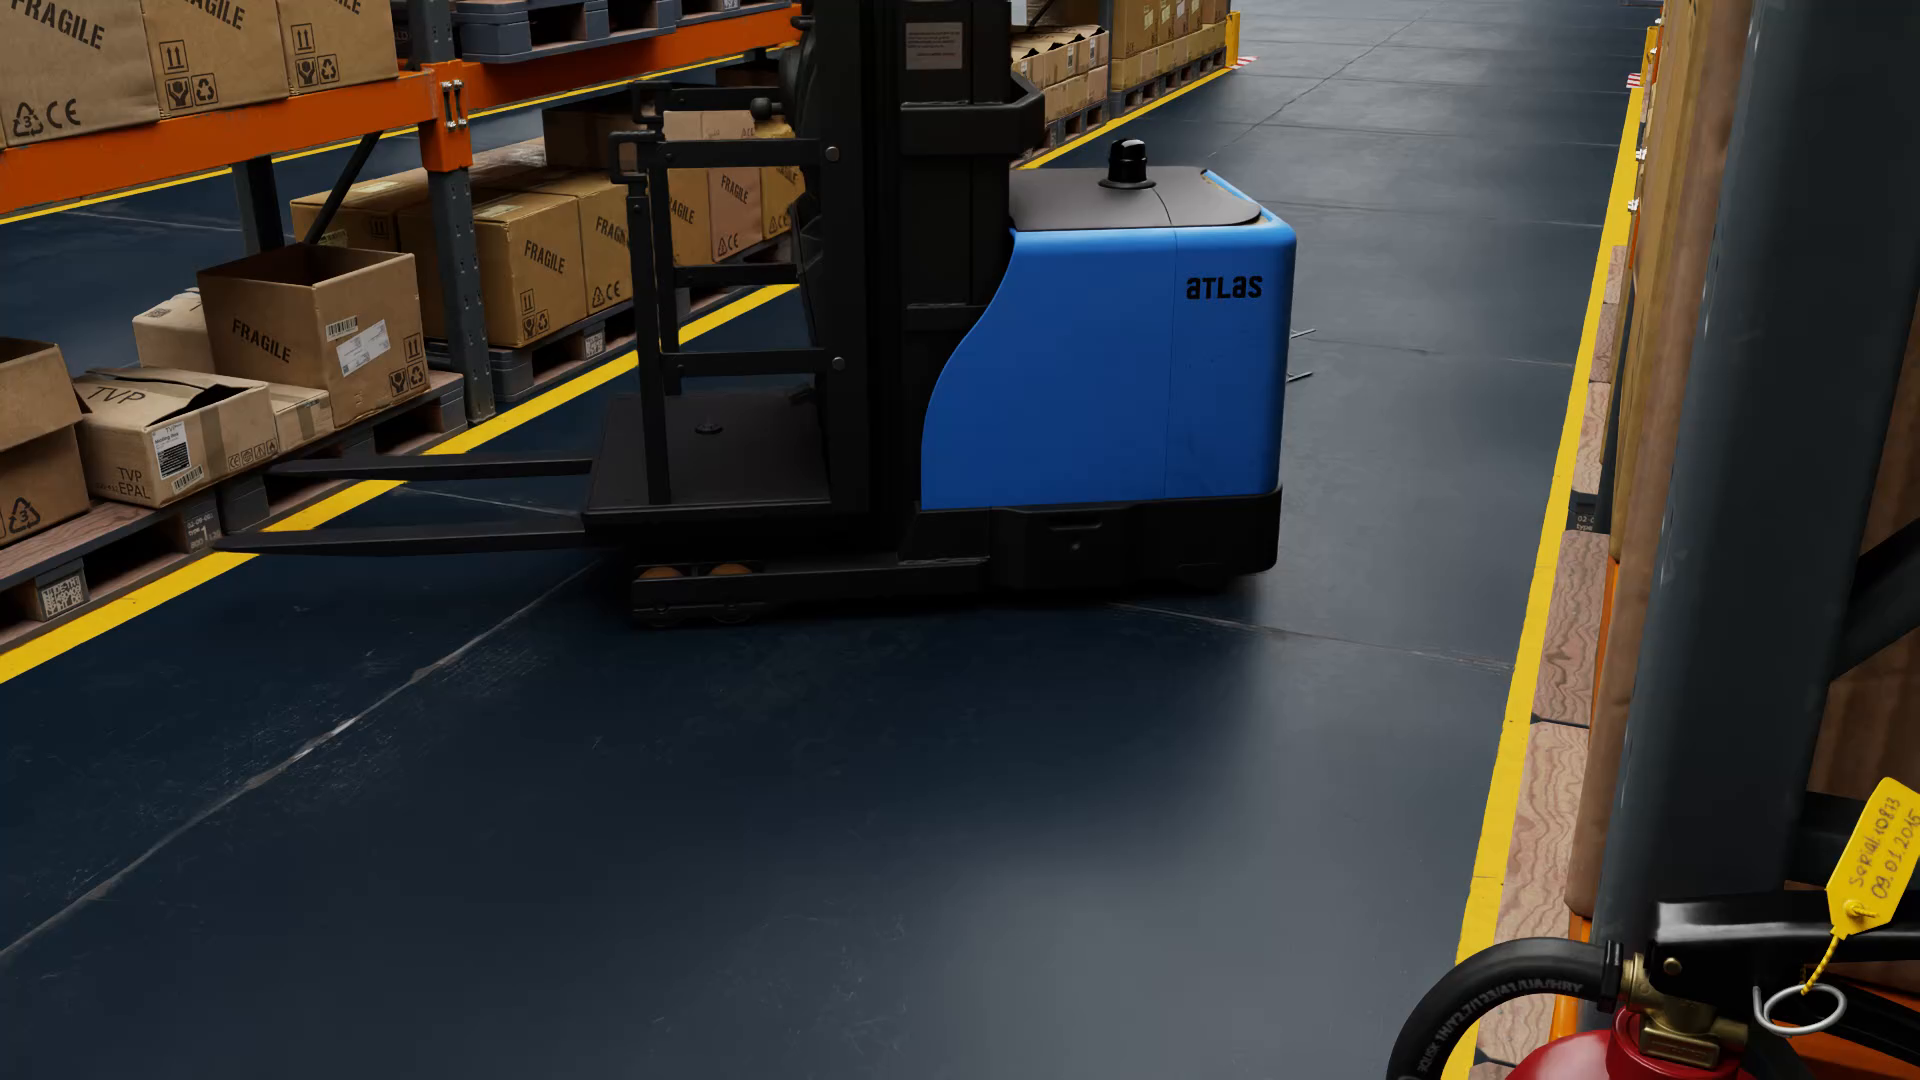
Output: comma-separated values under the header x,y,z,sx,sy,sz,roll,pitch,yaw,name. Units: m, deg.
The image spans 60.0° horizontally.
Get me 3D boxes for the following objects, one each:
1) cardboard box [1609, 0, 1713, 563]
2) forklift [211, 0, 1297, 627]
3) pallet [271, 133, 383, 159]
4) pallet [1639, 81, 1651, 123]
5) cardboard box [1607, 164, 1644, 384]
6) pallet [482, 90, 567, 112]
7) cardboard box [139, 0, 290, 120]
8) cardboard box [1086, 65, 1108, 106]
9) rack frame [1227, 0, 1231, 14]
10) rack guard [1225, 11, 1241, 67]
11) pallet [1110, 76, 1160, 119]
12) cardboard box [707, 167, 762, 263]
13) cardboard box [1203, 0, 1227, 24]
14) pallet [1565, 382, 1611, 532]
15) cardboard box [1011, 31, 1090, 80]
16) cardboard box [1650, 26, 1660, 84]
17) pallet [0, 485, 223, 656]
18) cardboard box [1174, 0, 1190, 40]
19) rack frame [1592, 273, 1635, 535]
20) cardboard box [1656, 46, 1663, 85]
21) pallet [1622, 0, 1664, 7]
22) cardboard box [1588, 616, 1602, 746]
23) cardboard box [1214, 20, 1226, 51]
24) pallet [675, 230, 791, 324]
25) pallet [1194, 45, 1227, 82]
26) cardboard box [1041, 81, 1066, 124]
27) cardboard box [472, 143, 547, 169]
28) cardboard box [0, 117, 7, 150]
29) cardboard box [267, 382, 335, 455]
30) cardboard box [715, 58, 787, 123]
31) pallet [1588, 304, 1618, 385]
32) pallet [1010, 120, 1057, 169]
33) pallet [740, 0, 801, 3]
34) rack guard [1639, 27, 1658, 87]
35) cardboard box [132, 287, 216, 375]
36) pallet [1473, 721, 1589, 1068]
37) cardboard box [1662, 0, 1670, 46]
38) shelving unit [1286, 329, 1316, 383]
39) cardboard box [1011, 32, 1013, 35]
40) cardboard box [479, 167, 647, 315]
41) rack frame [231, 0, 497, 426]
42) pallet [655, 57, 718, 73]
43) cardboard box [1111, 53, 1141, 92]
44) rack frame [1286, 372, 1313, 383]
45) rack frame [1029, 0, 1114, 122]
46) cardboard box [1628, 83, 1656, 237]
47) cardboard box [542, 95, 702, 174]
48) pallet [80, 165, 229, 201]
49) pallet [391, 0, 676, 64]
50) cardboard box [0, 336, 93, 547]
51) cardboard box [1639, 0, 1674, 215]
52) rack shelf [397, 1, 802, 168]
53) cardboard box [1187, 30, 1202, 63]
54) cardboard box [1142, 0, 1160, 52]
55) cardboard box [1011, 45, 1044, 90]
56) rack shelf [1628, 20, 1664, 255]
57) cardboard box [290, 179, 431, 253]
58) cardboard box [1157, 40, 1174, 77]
x,y,z,sx,sy,sz,roll,pitch,yaw,name
1.289,-0.353,1.813,0.980,0.700,0.700,9,24,20,cardboard box
-0.619,-1.323,4.615,3.031,2.935,1.130,-3,23,-6,forklift
-5.054,-3.034,12.241,1.003,0.211,1.213,9,24,20,pallet
5.974,-3.459,13.258,1.003,0.211,1.213,9,24,20,pallet
2.783,-0.971,5.928,0.750,0.750,0.750,10,24,22,cardboard box
-4.148,-3.908,14.331,1.003,0.211,1.213,9,24,20,pallet
-2.404,-1.553,4.947,0.500,0.500,0.500,9,24,22,cardboard box
0.821,-3.505,12.773,0.500,0.250,0.500,9,24,20,cardboard box
2.191,-6.202,16.206,1.000,3.000,0.127,9,24,20,rack frame
2.200,-5.057,16.708,1.175,0.500,0.348,9,24,20,rack guard
1.040,-3.762,13.983,1.003,0.211,1.213,9,24,20,pallet
-1.291,-1.646,7.972,0.500,0.500,0.500,8,24,18,cardboard box
2.268,-5.238,15.949,0.500,0.500,0.500,9,24,20,cardboard box
2.551,-0.200,5.455,1.003,0.211,1.213,9,24,20,pallet
0.634,-3.581,12.227,0.500,0.311,0.500,9,24,22,cardboard box
5.921,-3.849,13.246,0.700,0.500,0.500,7,24,17,cardboard box
-2.974,0.063,4.826,1.003,0.211,1.213,9,24,20,pallet
1.724,-4.700,14.659,0.500,0.500,0.500,9,24,20,cardboard box
2.335,-1.200,4.230,1.000,3.000,0.127,9,24,20,rack frame
2.451,-1.537,5.339,0.380,0.149,0.250,9,24,20,cardboard box
3.986,-2.813,8.341,1.213,0.211,1.003,9,24,20,pallet
1.772,0.192,3.596,0.700,0.500,0.500,9,24,20,cardboard box
2.266,-4.893,16.094,0.500,0.250,0.500,9,24,20,cardboard box
-1.547,-1.355,8.221,1.003,0.211,1.213,9,24,20,pallet
1.946,-4.635,16.074,1.003,0.211,1.213,9,24,20,pallet
0.441,-3.142,11.902,0.500,0.250,0.500,9,24,21,cardboard box
-1.971,-1.530,7.693,0.500,0.500,0.500,9,24,21,cardboard box
-2.779,-1.187,4.069,0.500,0.500,0.500,9,24,21,cardboard box
-2.298,-0.408,5.462,0.380,0.149,0.250,9,24,20,cardboard box
-0.927,-2.346,8.673,0.500,0.250,0.500,10,25,22,cardboard box
3.003,-0.638,6.503,1.003,0.211,1.213,9,24,20,pallet
0.016,-2.776,11.623,1.003,0.211,1.213,9,24,20,pallet
-0.967,-2.998,8.784,1.213,0.211,1.003,9,24,20,pallet
6.764,-4.313,14.928,1.175,0.500,0.348,9,24,20,rack guard
-2.623,-0.751,6.073,0.500,0.311,0.500,9,24,20,cardboard box
1.528,0.786,3.094,1.003,0.211,1.213,9,24,20,pallet
2.452,-1.778,5.072,0.500,0.500,0.500,9,24,20,cardboard box
0.941,-0.652,6.560,1.200,0.189,0.258,-20,30,-39,shelving unit
0.130,-3.664,12.424,0.500,0.311,0.500,8,24,19,cardboard box
-1.672,-1.288,7.114,0.500,0.500,0.500,9,24,21,cardboard box
-2.266,-1.908,5.925,1.000,3.000,0.127,9,24,20,rack frame
-3.152,-4.867,16.627,1.003,0.211,1.213,9,24,20,pallet
1.159,-3.818,13.521,0.500,0.250,0.500,9,24,20,cardboard box
0.941,-0.568,6.595,1.200,0.006,0.240,-20,30,-39,rack frame
0.705,-4.770,12.779,1.000,3.000,0.127,9,24,20,rack frame
3.425,-1.589,7.406,0.750,0.750,0.750,8,24,19,cardboard box
-1.489,-1.799,7.365,0.500,0.250,0.500,9,24,20,cardboard box
-5.632,-2.475,10.901,1.003,0.211,1.213,9,24,20,pallet
-1.868,-2.089,6.609,1.003,0.211,1.213,9,24,20,pallet
-2.959,-0.286,4.710,0.797,0.503,0.637,9,24,20,cardboard box
1.842,-0.886,3.090,0.980,0.700,0.700,8,24,19,cardboard box
-1.523,-2.291,7.777,1.077,0.370,4.000,9,24,20,rack shelf
1.908,-4.533,15.232,0.500,0.250,0.500,9,24,20,cardboard box
1.347,-4.343,13.804,0.500,0.500,0.500,9,24,20,cardboard box
0.256,-3.224,11.371,0.500,0.311,0.500,8,24,19,cardboard box
3.077,-1.583,6.082,1.077,0.370,4.000,9,24,20,rack shelf
-2.349,-1.175,6.843,0.500,0.500,0.500,9,24,20,cardboard box
1.540,-4.174,14.374,0.500,0.250,0.500,9,24,20,cardboard box
